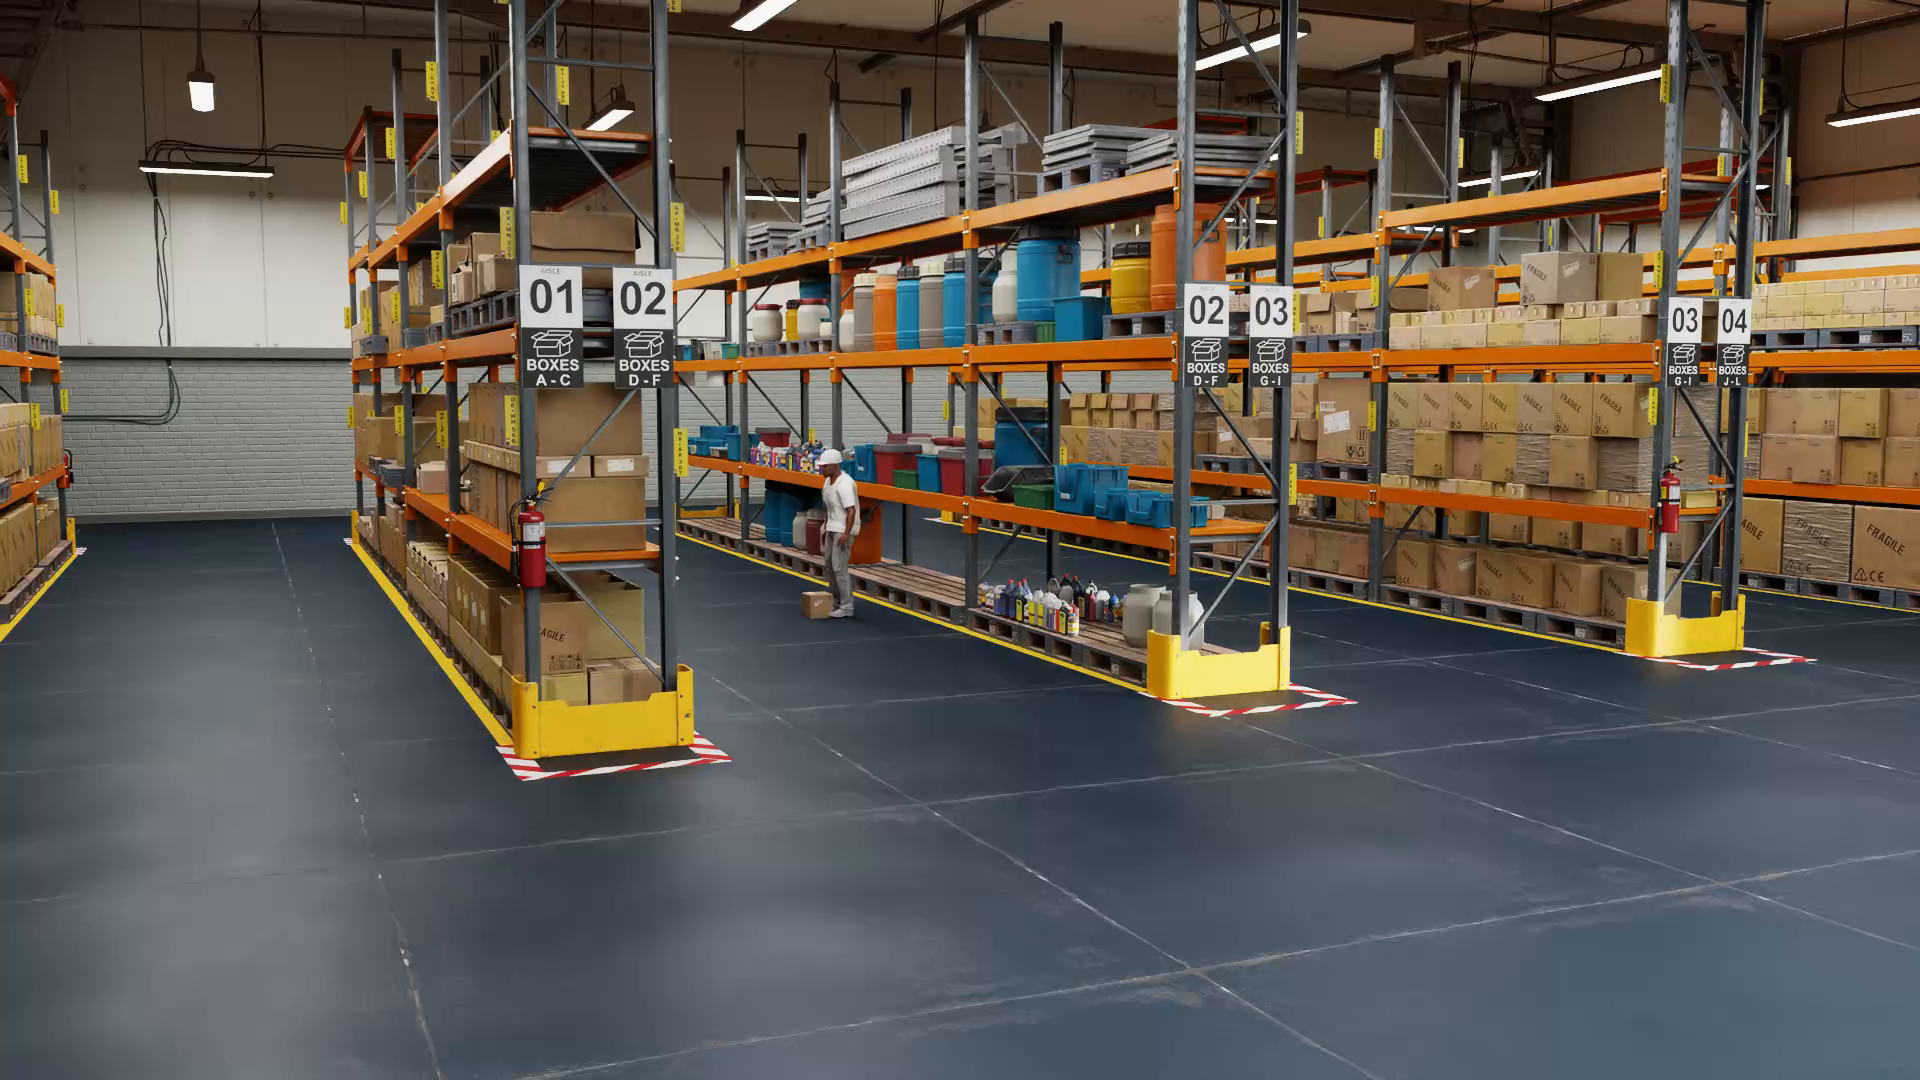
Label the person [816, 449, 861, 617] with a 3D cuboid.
[{"bbox_3d":[-1.297,-0.076,17.478,0.462,1.760,0.635,-2,6,-25],"label":"person"}]
